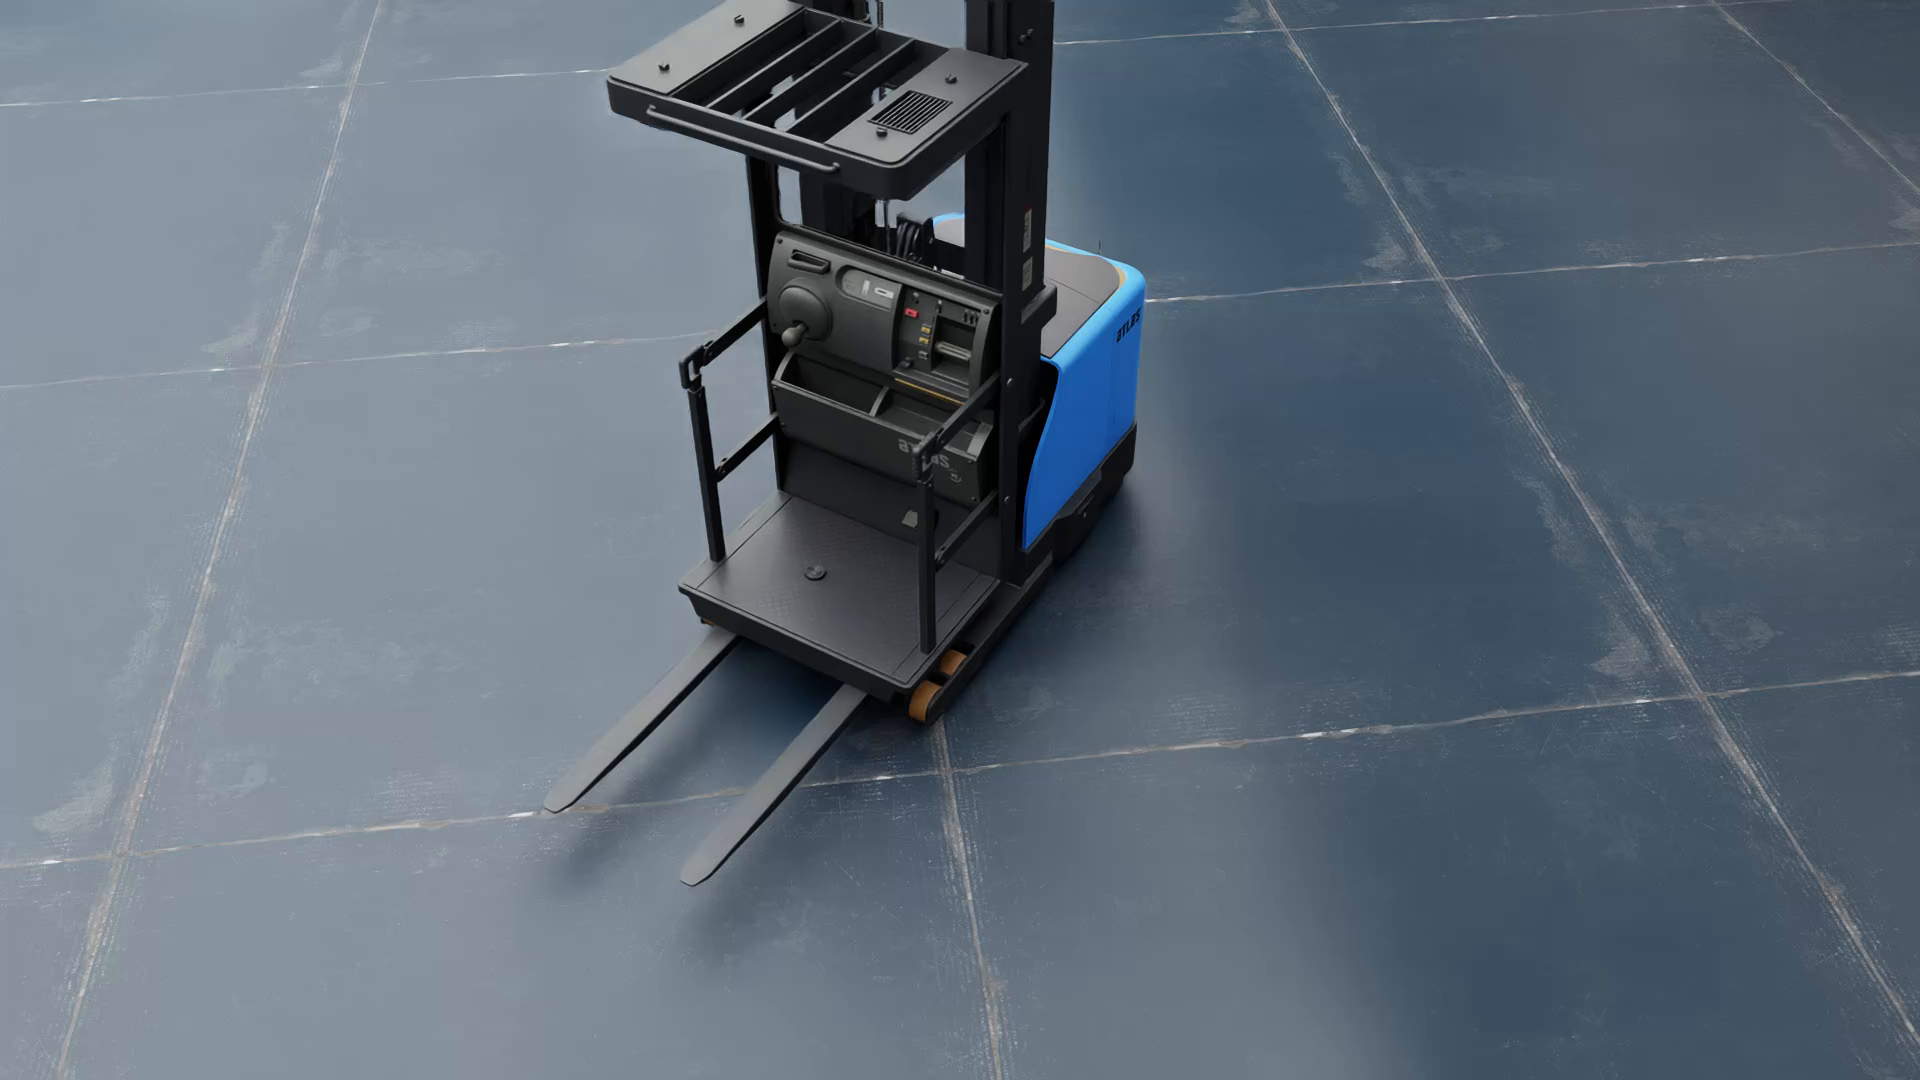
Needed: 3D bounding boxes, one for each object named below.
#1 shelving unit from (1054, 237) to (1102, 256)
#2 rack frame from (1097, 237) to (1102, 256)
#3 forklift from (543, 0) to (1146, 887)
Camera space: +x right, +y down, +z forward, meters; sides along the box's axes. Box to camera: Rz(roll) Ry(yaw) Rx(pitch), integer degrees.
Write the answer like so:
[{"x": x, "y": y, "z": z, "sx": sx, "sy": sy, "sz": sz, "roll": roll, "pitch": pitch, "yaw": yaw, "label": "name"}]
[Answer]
[{"x": 0.537, "y": -0.924, "z": 7.603, "sx": 0.210, "sy": 0.900, "sz": 0.258, "roll": -6, "pitch": 42, "yaw": -6, "label": "shelving unit"}, {"x": 0.637, "y": -0.934, "z": 7.614, "sx": 0.006, "sy": 0.900, "sz": 0.240, "roll": -6, "pitch": 42, "yaw": -6, "label": "rack frame"}, {"x": -0.406, "y": -0.734, "z": 5.875, "sx": 1.130, "sy": 2.935, "sz": 3.031, "roll": 22, "pitch": 46, "yaw": 23, "label": "forklift"}]
